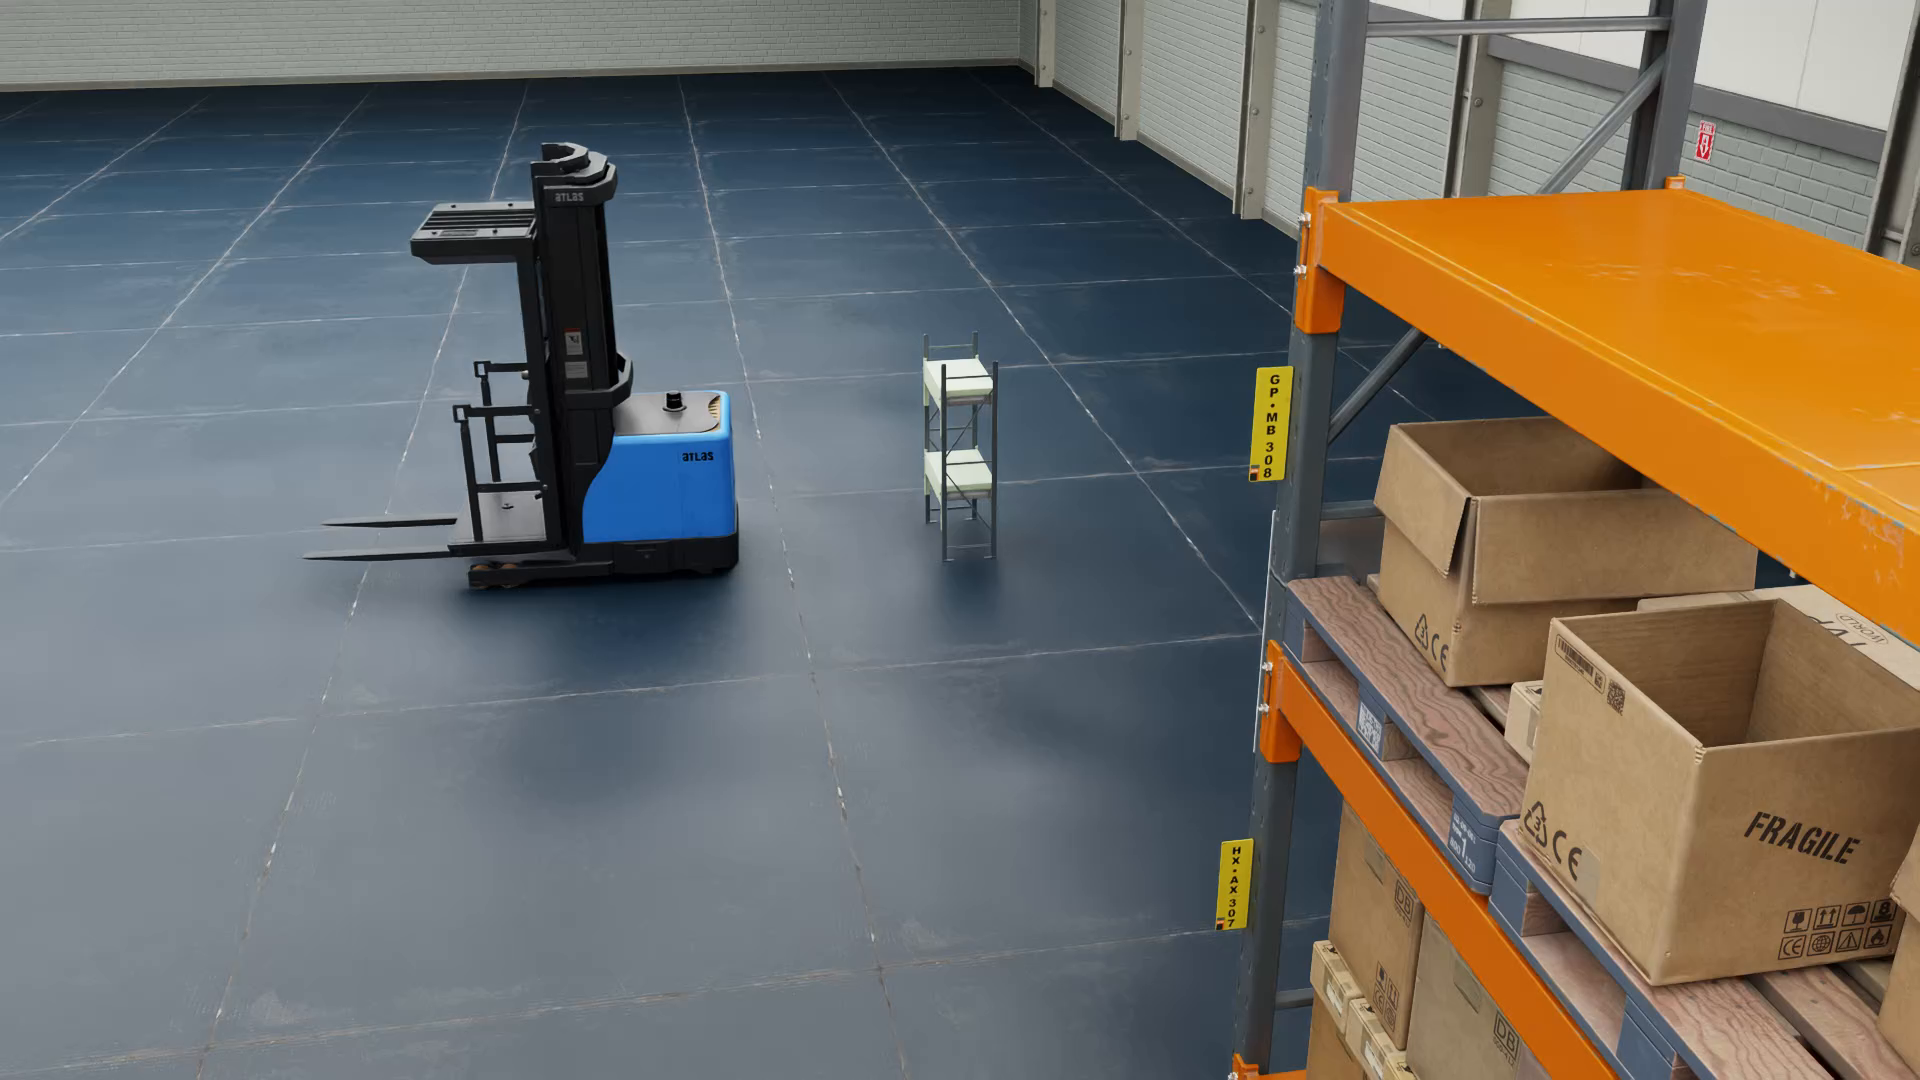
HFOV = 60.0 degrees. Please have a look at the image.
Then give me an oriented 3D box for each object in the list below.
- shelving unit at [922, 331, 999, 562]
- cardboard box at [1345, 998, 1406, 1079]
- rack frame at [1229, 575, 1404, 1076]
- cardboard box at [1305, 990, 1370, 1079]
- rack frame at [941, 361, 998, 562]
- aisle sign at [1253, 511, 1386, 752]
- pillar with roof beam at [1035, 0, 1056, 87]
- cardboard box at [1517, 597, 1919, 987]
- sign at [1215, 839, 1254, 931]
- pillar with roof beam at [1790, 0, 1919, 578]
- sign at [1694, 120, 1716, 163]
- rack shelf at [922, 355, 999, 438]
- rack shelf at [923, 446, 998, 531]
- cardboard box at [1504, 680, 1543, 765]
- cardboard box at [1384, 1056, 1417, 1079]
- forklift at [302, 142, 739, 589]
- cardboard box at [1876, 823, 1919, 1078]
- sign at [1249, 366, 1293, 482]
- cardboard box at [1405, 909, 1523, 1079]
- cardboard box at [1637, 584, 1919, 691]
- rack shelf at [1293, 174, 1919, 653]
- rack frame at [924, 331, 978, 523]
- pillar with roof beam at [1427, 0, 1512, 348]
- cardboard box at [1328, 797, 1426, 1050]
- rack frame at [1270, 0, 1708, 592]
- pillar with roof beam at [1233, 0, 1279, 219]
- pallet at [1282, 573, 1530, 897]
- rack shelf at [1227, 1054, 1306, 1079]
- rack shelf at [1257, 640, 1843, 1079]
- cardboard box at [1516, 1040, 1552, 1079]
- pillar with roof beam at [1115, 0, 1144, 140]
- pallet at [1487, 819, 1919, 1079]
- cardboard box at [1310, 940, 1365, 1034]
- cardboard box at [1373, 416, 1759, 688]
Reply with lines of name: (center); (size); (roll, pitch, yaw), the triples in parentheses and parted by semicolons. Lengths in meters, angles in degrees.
shelving unit: (-0.001, -0.690, 12.198); (0.431, 1.500, 0.755); (-4, 24, -10)
cardboard box: (1.305, 1.390, 4.628); (0.380, 0.149, 0.250); (-5, 24, -11)
rack frame: (1.392, 1.459, 5.405); (1.000, 3.000, 0.127); (-4, 24, -10)
cardboard box: (1.466, 1.598, 4.962); (0.700, 0.500, 0.500); (-4, 24, -10)
rack frame: (0.066, -0.546, 11.869); (0.400, 1.500, 0.023); (-4, 24, -10)
aisle sign: (1.079, 0.264, 4.892); (0.394, 0.787, 0.004); (-4, 24, -10)
pillar with roof beam: (-2.539, -12.929, 30.851); (9.100, 9.000, 0.400); (-4, 24, -10)
cardboard box: (1.431, 0.455, 3.130); (0.500, 0.500, 0.500); (-4, 24, -10)
sign: (0.846, 1.065, 5.127); (0.100, 0.325, 0.005); (-4, 24, -10)
pillar with roof beam: (1.899, -3.489, 9.237); (9.100, 9.000, 0.400); (-4, 24, -10)
sign: (5.807, -3.106, 12.959); (0.001, 0.298, 0.199); (-4, 24, -10)
rack shelf: (-0.001, -1.048, 12.042); (0.431, 0.370, 0.720); (-4, 24, -10)
rack shelf: (-0.001, -0.391, 12.329); (0.431, 0.370, 0.720); (-4, 24, -10)
cardboard box: (1.437, 0.419, 3.653); (0.380, 0.149, 0.250); (-4, 24, -10)
cardboard box: (1.350, 1.488, 4.403); (0.380, 0.149, 0.250); (-4, 24, -10)
forklift: (-3.149, -1.220, 11.624); (3.031, 2.935, 1.130); (-3, 24, -6)
cardboard box: (1.951, 0.697, 2.574); (0.797, 0.503, 0.637); (-2, 24, -4)
sign: (0.846, -0.314, 4.525); (0.100, 0.325, 0.005); (-4, 24, -10)
cardboard box: (1.578, 1.230, 4.182); (0.700, 0.500, 0.500); (-5, 24, -11)
cardboard box: (1.864, 0.330, 3.730); (0.500, 0.250, 0.500); (-4, 24, -10)
rack shelf: (1.762, 0.009, 2.627); (1.077, 0.370, 4.000); (-4, 24, -10)
rack frame: (-0.069, -0.834, 12.528); (0.400, 1.500, 0.023); (-4, 24, -10)
pillar with roof beam: (0.790, -5.849, 14.641); (9.100, 9.000, 0.400); (-4, 24, -10)
cardboard box: (1.476, 1.024, 4.655); (0.700, 0.500, 0.500); (-4, 24, -10)
rack frame: (1.392, -1.290, 4.204); (1.000, 3.000, 0.127); (-4, 24, -10)
pillar with roof beam: (-0.320, -8.209, 20.044); (9.100, 9.000, 0.400); (-4, 24, -10)
pallet: (1.498, 0.405, 4.181); (1.003, 0.211, 1.213); (-4, 24, -10)
rack shelf: (1.762, 2.575, 3.747); (1.077, 0.370, 4.000); (-4, 24, -10)
rack shelf: (1.762, 1.201, 3.147); (1.077, 0.370, 4.000); (-4, 24, -10)
cardboard box: (1.672, 1.429, 3.728); (0.700, 0.500, 0.500); (-4, 24, -10)
pillar with roof beam: (-1.429, -10.569, 25.448); (9.100, 9.000, 0.400); (-4, 24, -10)
pallet: (1.727, 0.886, 3.080); (1.003, 0.211, 1.213); (-4, 24, -10)
cardboard box: (1.253, 1.286, 4.865); (0.380, 0.149, 0.250); (-4, 24, -10)
cardboard box: (1.494, 0.007, 4.153); (0.797, 0.503, 0.637); (-3, 24, -6)
